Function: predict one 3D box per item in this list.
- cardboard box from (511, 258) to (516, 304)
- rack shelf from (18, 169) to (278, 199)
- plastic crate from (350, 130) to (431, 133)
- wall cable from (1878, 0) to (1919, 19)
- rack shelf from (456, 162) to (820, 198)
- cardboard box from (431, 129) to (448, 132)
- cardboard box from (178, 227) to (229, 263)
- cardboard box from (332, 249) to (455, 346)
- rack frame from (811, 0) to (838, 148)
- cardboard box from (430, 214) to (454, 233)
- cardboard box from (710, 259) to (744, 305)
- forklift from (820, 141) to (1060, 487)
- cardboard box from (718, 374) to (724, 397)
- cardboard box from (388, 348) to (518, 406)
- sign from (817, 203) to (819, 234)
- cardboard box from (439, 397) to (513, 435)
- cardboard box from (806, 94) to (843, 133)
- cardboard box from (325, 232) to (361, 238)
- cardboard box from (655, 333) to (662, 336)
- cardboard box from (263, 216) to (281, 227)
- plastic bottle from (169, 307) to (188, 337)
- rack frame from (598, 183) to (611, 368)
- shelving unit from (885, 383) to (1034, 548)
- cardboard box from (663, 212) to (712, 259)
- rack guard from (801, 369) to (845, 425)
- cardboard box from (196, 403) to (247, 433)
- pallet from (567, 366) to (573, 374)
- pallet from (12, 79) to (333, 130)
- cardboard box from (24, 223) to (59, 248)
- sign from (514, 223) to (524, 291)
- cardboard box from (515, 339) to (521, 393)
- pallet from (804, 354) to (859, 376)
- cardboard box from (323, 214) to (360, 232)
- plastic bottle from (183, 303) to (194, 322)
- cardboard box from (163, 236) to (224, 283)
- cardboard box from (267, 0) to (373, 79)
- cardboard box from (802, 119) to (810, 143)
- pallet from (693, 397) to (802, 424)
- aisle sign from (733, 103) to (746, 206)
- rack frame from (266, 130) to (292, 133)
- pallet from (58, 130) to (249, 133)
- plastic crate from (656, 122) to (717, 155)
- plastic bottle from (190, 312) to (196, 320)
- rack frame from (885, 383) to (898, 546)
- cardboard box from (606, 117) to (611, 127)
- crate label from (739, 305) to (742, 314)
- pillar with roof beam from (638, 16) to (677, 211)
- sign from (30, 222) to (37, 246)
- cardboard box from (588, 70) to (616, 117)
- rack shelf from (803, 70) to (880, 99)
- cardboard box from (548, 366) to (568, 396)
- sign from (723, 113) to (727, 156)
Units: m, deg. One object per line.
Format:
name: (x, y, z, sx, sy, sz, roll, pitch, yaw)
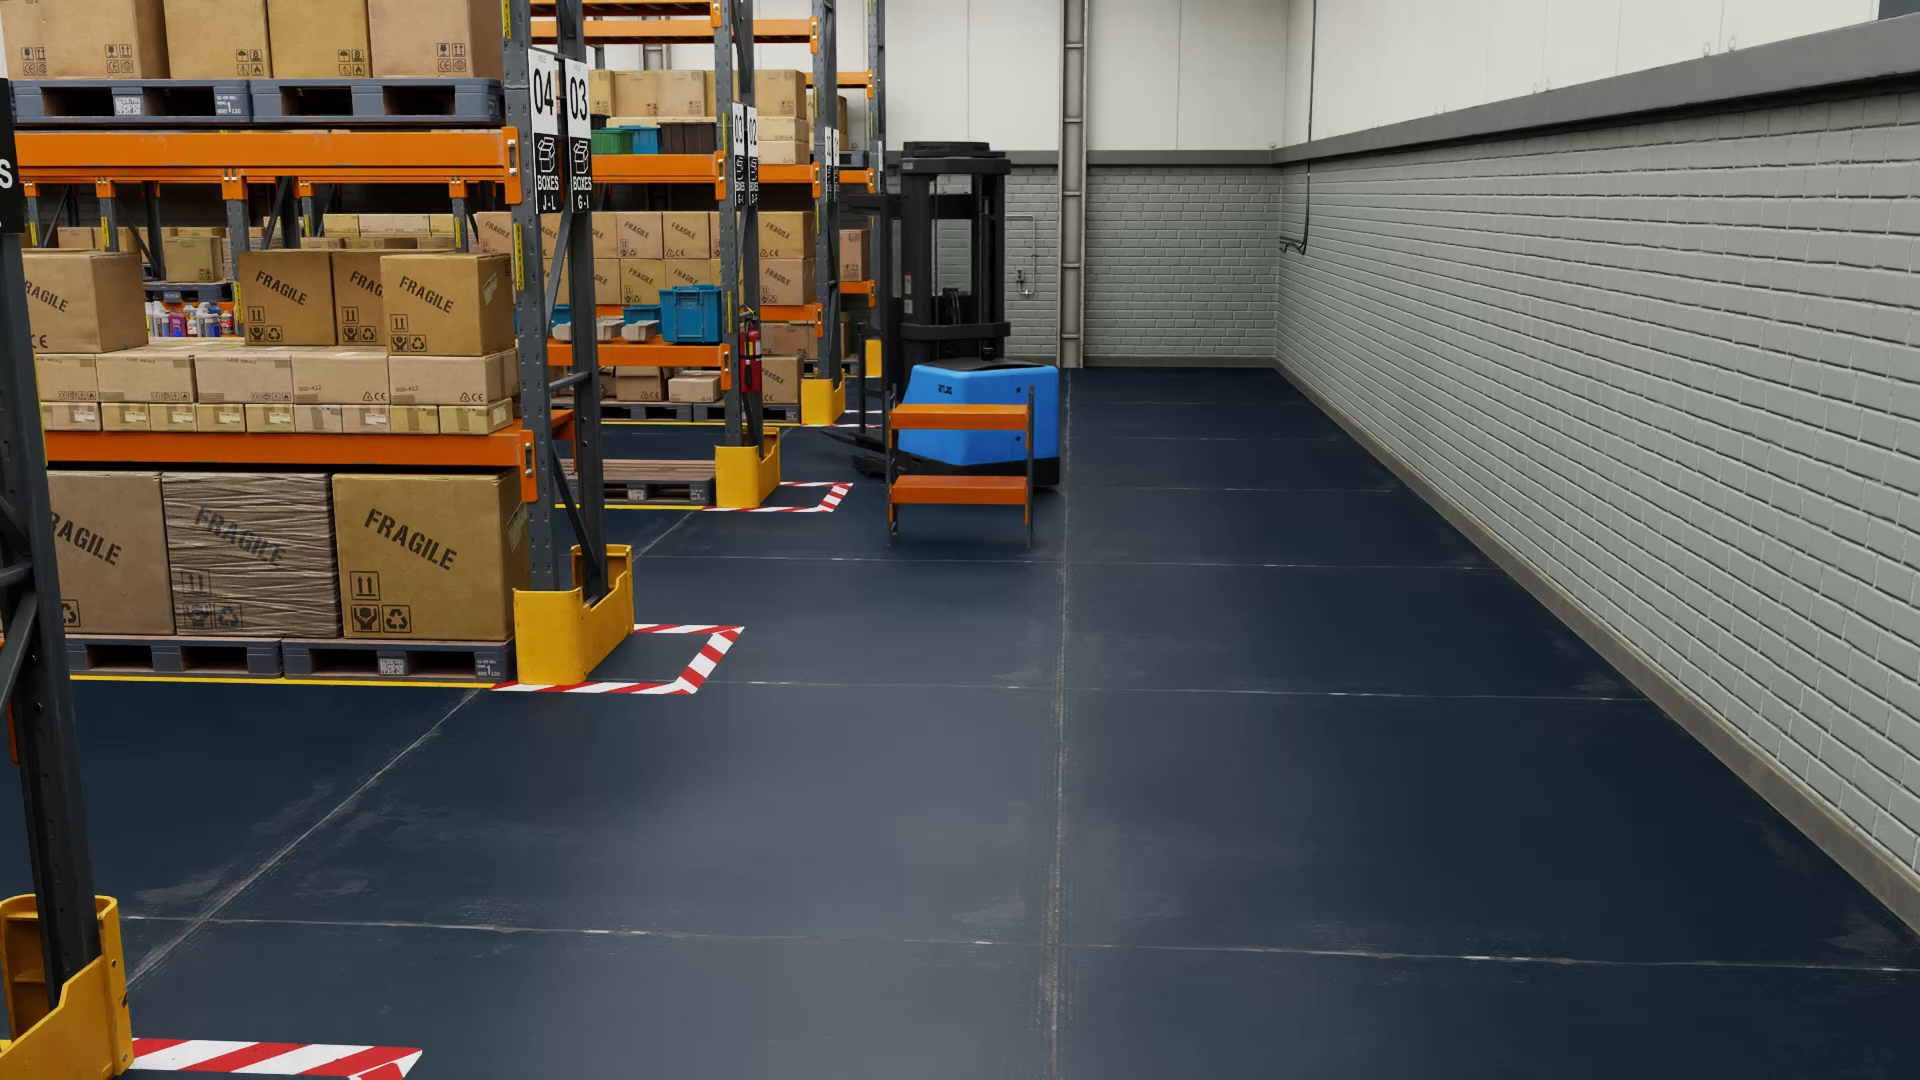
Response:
cardboard box: (-4.970, -2.897, 18.545, 0.500, 0.500, 0.500, 1, 12, 5)
rack shelf: (-7.791, -3.042, 13.914, 4.000, 0.370, 1.077, 1, 12, 4)
plastic crate: (-4.574, -3.230, 13.374, 0.590, 0.269, 0.497, 1, 12, 4)
wall cable: (3.277, -4.561, 4.239, 0.120, 5.999, 2.277, 1, 12, 4)
rack shelf: (-3.465, -3.999, 18.490, 4.000, 0.370, 1.077, 1, 12, 4)
cardboard box: (-5.958, -4.704, 18.589, 0.600, 0.600, 0.600, 0, 12, -2)
cardboard box: (-10.838, -4.258, 23.980, 0.500, 0.500, 0.700, 1, 12, 4)
cardboard box: (-3.095, -1.340, 9.154, 0.500, 0.500, 0.500, 0, 12, 2)
rack frame: (-1.469, -5.792, 17.979, 0.127, 3.000, 1.000, 1, 12, 4)
cardboard box: (-7.143, -4.471, 23.463, 0.500, 0.250, 0.500, 1, 12, 3)
cardboard box: (-2.452, -2.861, 18.377, 0.500, 0.500, 0.500, 1, 12, 4)
forklift: (-0.324, -2.054, 14.930, 1.130, 2.935, 3.031, -7, 14, -30)
cardboard box: (-2.492, -1.797, 19.175, 0.500, 0.250, 0.500, 1, 12, 4)
cardboard box: (-2.636, -0.856, 8.676, 0.500, 0.250, 0.500, 1, 12, 3)
sign: (-1.526, -3.464, 17.901, 0.005, 0.325, 0.100, 1, 12, 4)
cardboard box: (-2.512, -0.646, 8.646, 0.250, 0.149, 0.380, 1, 12, 5)
cardboard box: (-1.890, -5.838, 22.791, 0.500, 0.500, 0.500, 1, 12, 4)
cardboard box: (-8.657, -4.122, 23.630, 0.500, 0.500, 0.500, 1, 12, 5)
cardboard box: (-4.394, -2.873, 23.756, 0.500, 0.500, 0.700, 1, 12, 4)
cardboard box: (-9.792, -4.559, 23.832, 0.250, 0.149, 0.380, -1, 12, -6)
plastic bottle: (-6.444, -1.774, 13.710, 0.133, 0.283, 0.061, 1, 12, 4)
rack frame: (-5.133, -3.922, 23.693, 0.127, 3.000, 1.000, 1, 12, 4)
shelving unit: (0.007, -0.550, 12.152, 1.048, 1.125, 0.538, 1, 12, 4)
cardboard box: (-2.953, -3.357, 18.302, 0.500, 0.500, 0.500, 1, 12, 5)
rack guard: (-1.545, -1.633, 18.854, 0.348, 0.500, 1.175, 1, 12, 4)
cardboard box: (-3.790, -0.664, 8.728, 0.250, 0.149, 0.380, 1, 12, 4)
pallet: (-5.908, -2.553, 23.955, 1.213, 0.211, 1.003, 1, 12, 4)
pallet: (-4.096, -2.281, 8.736, 1.213, 0.211, 1.003, 1, 12, 4)
cardboard box: (-13.570, -4.384, 24.387, 0.500, 0.500, 0.500, 1, 12, 2)
sign: (-2.185, -1.404, 8.246, 0.005, 0.325, 0.100, 1, 12, 4)
cardboard box: (-2.596, -0.966, 9.198, 0.500, 0.250, 0.500, 0, 12, 2)
pallet: (-1.945, -2.498, 23.692, 1.213, 0.211, 1.003, 1, 12, 4)
cardboard box: (-8.660, -4.489, 23.551, 0.500, 0.250, 0.500, 1, 12, 5)
plastic bottle: (-6.710, -1.932, 14.491, 0.097, 0.271, 0.097, 0, 12, 0)
cardboard box: (-8.816, -3.234, 19.132, 0.500, 0.500, 0.700, -3, 12, -15)
cardboard box: (-3.211, -2.632, 8.684, 0.500, 0.500, 0.700, 0, 12, 2)
cardboard box: (-1.964, -4.555, 18.538, 0.500, 0.250, 0.500, 1, 12, 4)
pallet: (-2.341, -1.502, 18.935, 1.213, 0.211, 1.003, 1, 12, 4)
aisle sign: (-1.752, -3.055, 13.198, 0.004, 0.787, 0.394, 1, 12, 4)
rack frame: (-5.795, -4.835, 13.403, 0.127, 3.000, 1.000, 1, 12, 4)
pallet: (-6.584, -3.265, 13.685, 1.003, 0.211, 1.213, 1, 12, 4)
plastic crate: (-2.170, -3.310, 13.759, 0.590, 0.269, 0.497, 1, 12, 4)
plastic bottle: (-6.586, -1.865, 14.341, 0.097, 0.201, 0.097, 0, 12, 0)
rack frame: (-0.500, -0.557, 12.186, 0.032, 1.125, 0.500, 1, 12, 4)
cardboard box: (-3.995, -4.477, 18.162, 0.500, 0.250, 0.500, 1, 12, 4)
crate label: (-2.028, -1.862, 14.104, 0.303, 0.233, 0.416, 1, 12, 4)
pillar with roof beam: (-4.664, -6.146, 19.673, 0.400, 9.000, 9.100, 1, 12, 4)
sign: (-13.144, -4.344, 23.597, 0.005, 0.325, 0.100, 1, 12, 4)
cardboard box: (-3.984, -4.877, 18.242, 0.500, 0.500, 0.700, 1, 12, 4)
rack shelf: (-3.137, -6.283, 23.062, 4.000, 0.370, 1.077, 1, 12, 4)
cardboard box: (-4.873, -1.952, 19.305, 0.500, 0.500, 0.500, 1, 12, 4)
sign: (-1.825, -3.148, 12.921, 0.005, 0.325, 0.100, 1, 12, 4)
